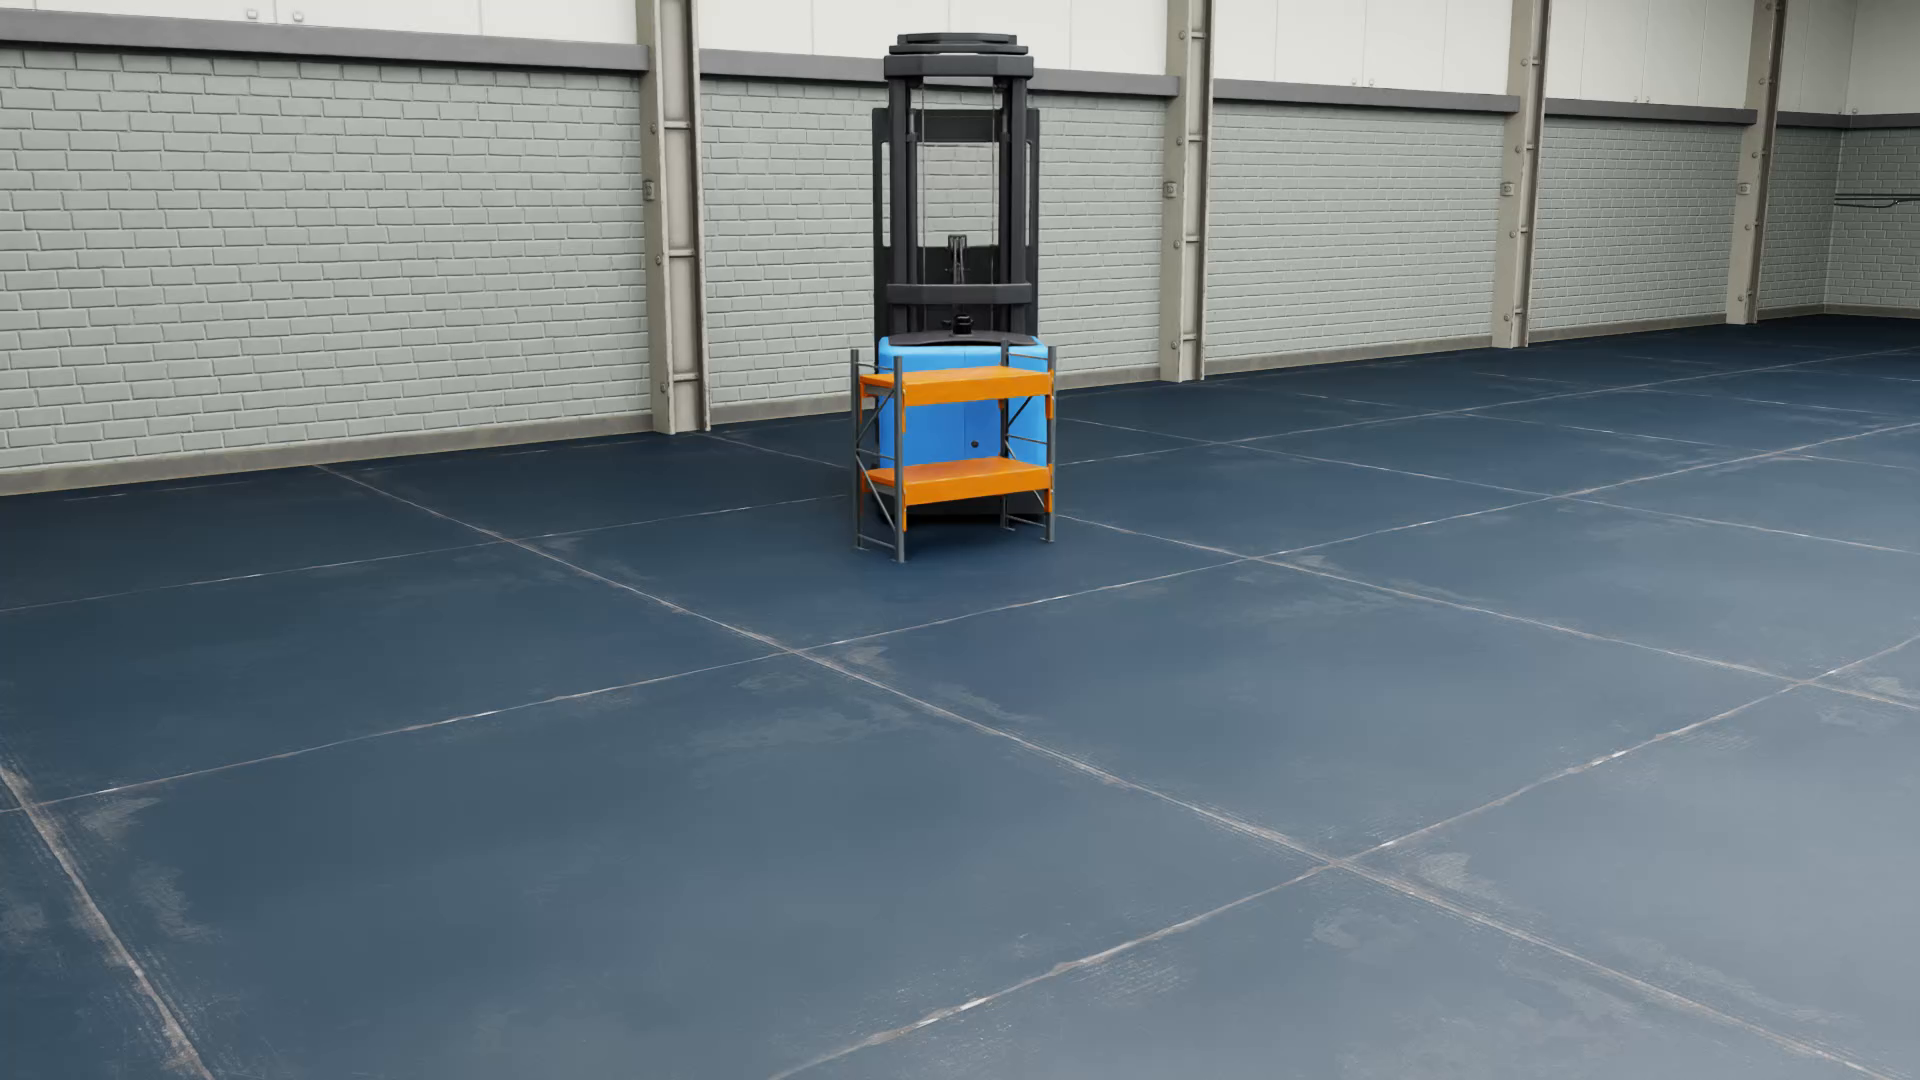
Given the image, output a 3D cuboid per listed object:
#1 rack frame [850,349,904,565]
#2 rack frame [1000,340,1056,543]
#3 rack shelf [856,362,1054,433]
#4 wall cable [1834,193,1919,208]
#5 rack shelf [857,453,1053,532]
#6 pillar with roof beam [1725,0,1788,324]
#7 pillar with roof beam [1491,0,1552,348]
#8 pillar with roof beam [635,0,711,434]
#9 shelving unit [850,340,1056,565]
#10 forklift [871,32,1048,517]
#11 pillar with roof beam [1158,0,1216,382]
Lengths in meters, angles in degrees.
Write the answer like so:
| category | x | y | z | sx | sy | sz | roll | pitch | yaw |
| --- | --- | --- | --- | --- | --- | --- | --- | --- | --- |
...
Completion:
| category | x | y | z | sx | sy | sz | roll | pitch | yaw |
| --- | --- | --- | --- | --- | --- | --- | --- | --- | --- |
| rack frame | -0.454 | -0.462 | 9.098 | 0.032 | 1.125 | 0.500 | -8 | 14 | -33 |
| rack frame | 0.391 | -0.580 | 9.651 | 0.032 | 1.125 | 0.500 | -8 | 14 | -33 |
| rack shelf | -0.032 | -0.807 | 9.314 | 1.000 | 0.278 | 0.538 | -8 | 14 | -33 |
| wall cable | 14.842 | -6.308 | 25.148 | 0.112 | 2.526 | 3.097 | -9 | 15 | -38 |
| rack shelf | -0.032 | -0.282 | 9.425 | 1.000 | 0.278 | 0.538 | -8 | 14 | -33 |
| pillar with roof beam | 14.405 | -6.961 | 20.747 | 0.400 | 9.000 | 9.100 | -9 | 15 | -38 |
| pillar with roof beam | 9.719 | -6.183 | 17.080 | 0.400 | 9.000 | 9.100 | -9 | 15 | -38 |
| pillar with roof beam | 0.349 | -4.626 | 9.747 | 0.400 | 9.000 | 9.100 | -9 | 15 | -38 |
| shelving unit | -0.032 | -0.521 | 9.374 | 1.048 | 1.125 | 0.538 | -8 | 14 | -33 |
| forklift | -0.040 | -1.829 | 11.188 | 1.130 | 2.935 | 3.031 | -1 | 12 | -3 |
| pillar with roof beam | 5.034 | -5.404 | 13.414 | 0.400 | 9.000 | 9.100 | -9 | 15 | -38 |
